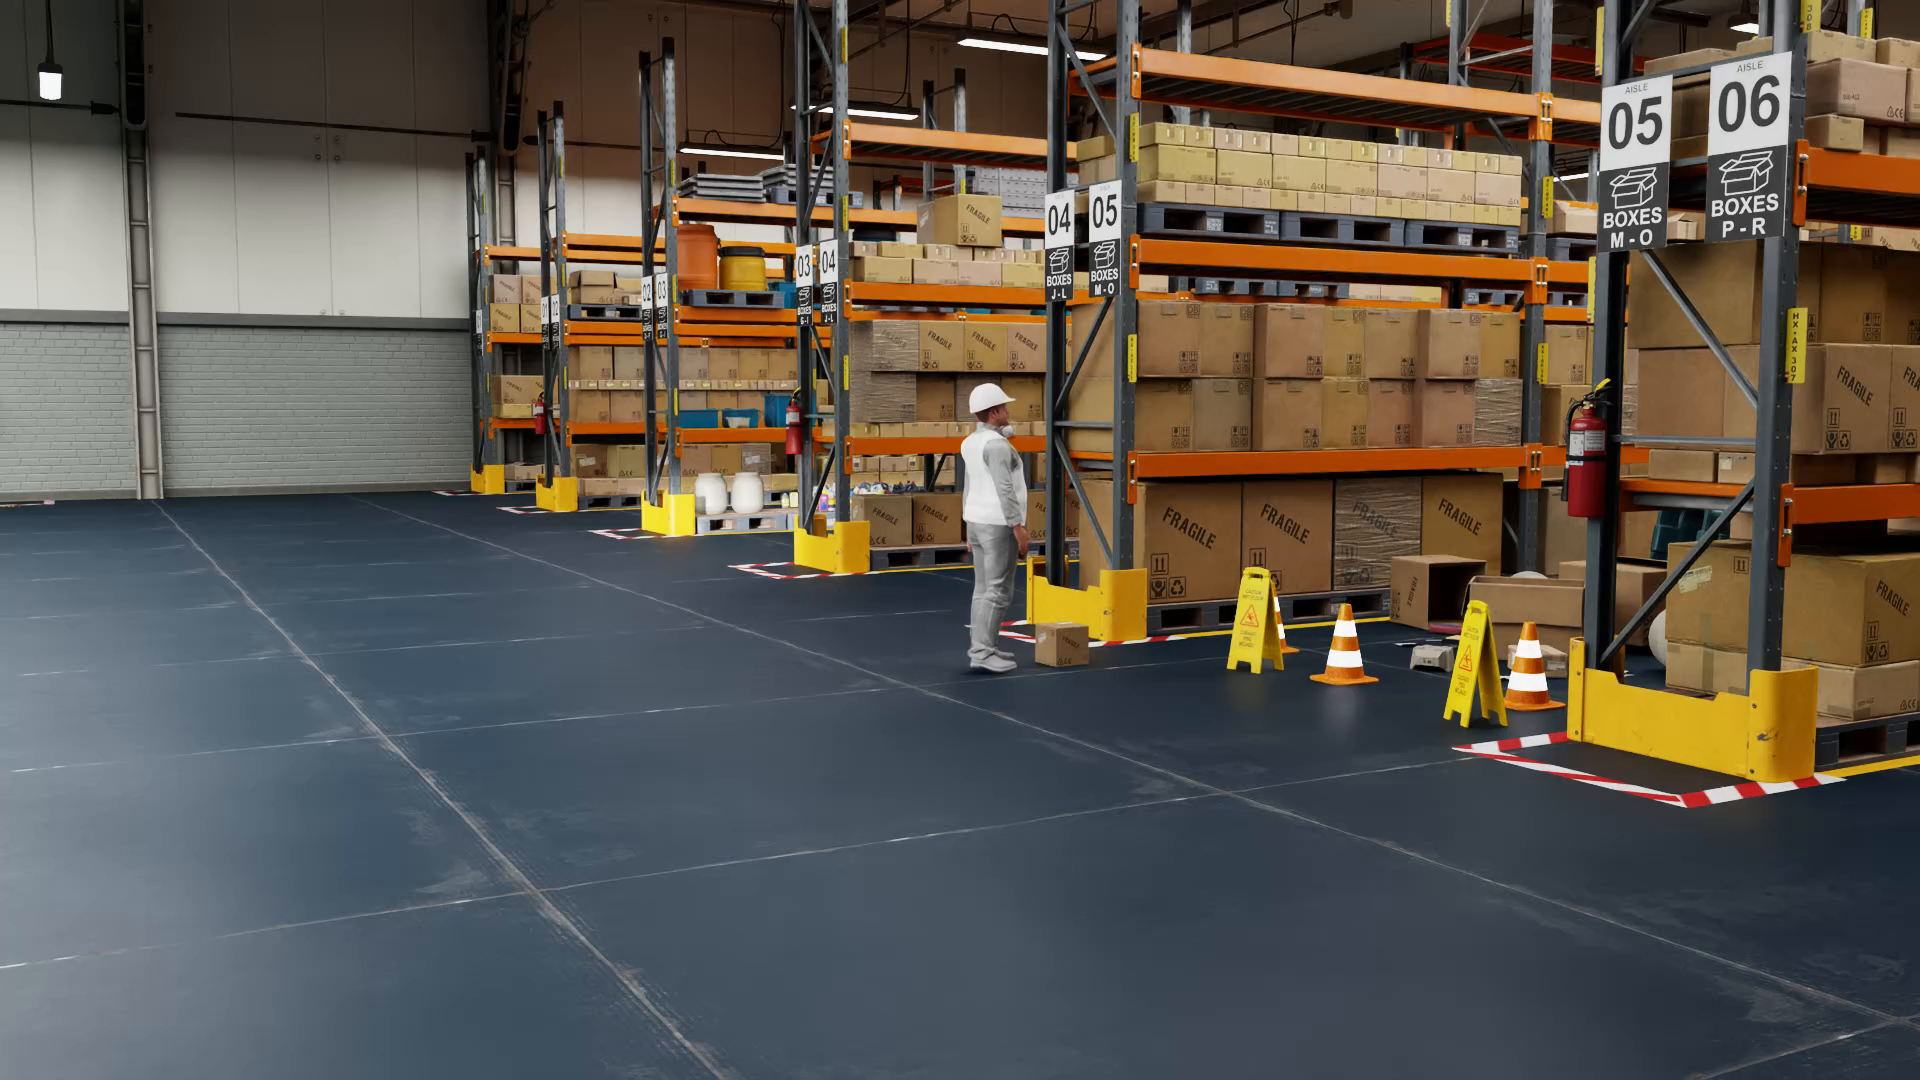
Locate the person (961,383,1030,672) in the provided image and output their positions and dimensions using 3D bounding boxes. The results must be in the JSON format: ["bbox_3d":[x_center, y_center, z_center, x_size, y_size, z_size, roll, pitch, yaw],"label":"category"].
[{"bbox_3d":[0.217,-0.085,10.372,0.384,1.775,0.557,-2,5,-21],"label":"person"}]
